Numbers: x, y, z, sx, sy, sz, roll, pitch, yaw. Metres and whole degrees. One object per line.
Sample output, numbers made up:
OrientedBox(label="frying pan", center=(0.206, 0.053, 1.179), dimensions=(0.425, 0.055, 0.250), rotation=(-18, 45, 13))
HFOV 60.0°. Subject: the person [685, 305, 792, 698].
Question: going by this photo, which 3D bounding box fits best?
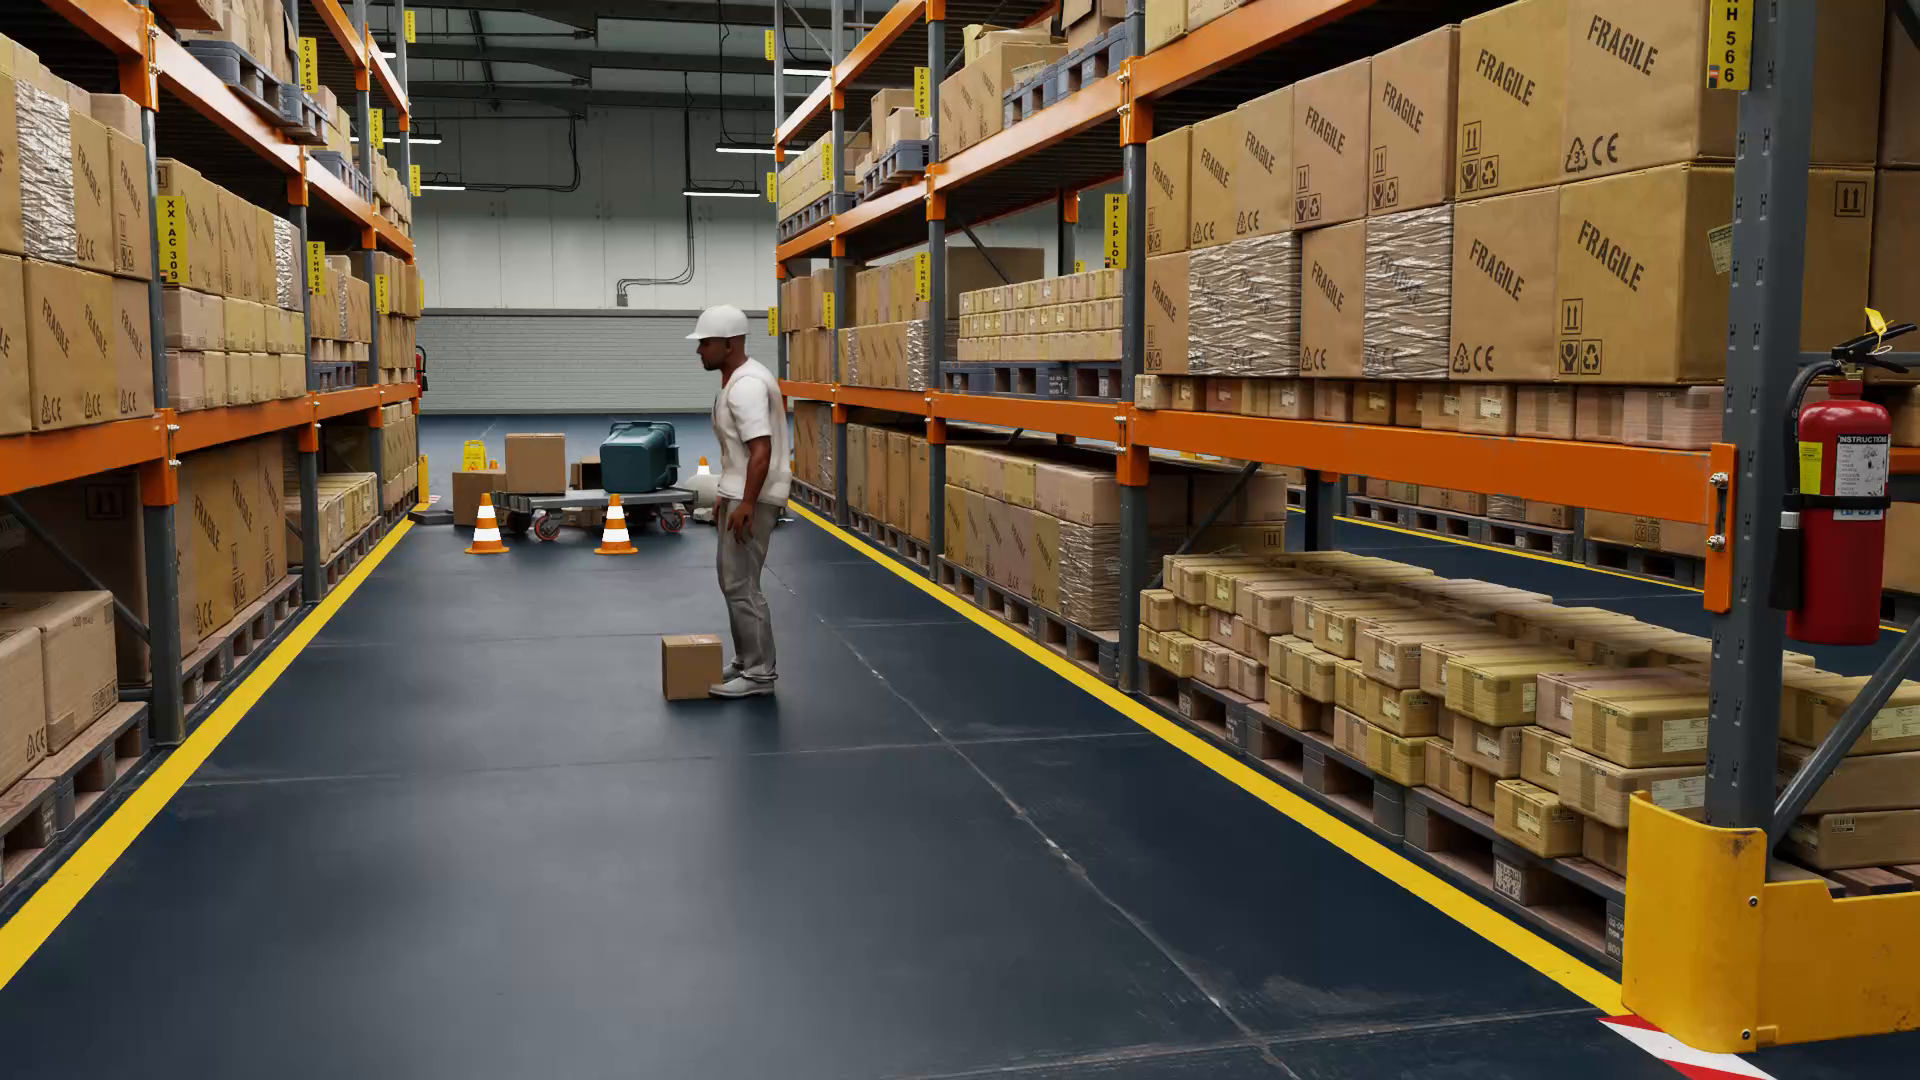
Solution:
OrientedBox(label="person", center=(-1.006, -0.177, 7.552), dimensions=(0.459, 1.757, 0.636), rotation=(-2, 6, -15))
